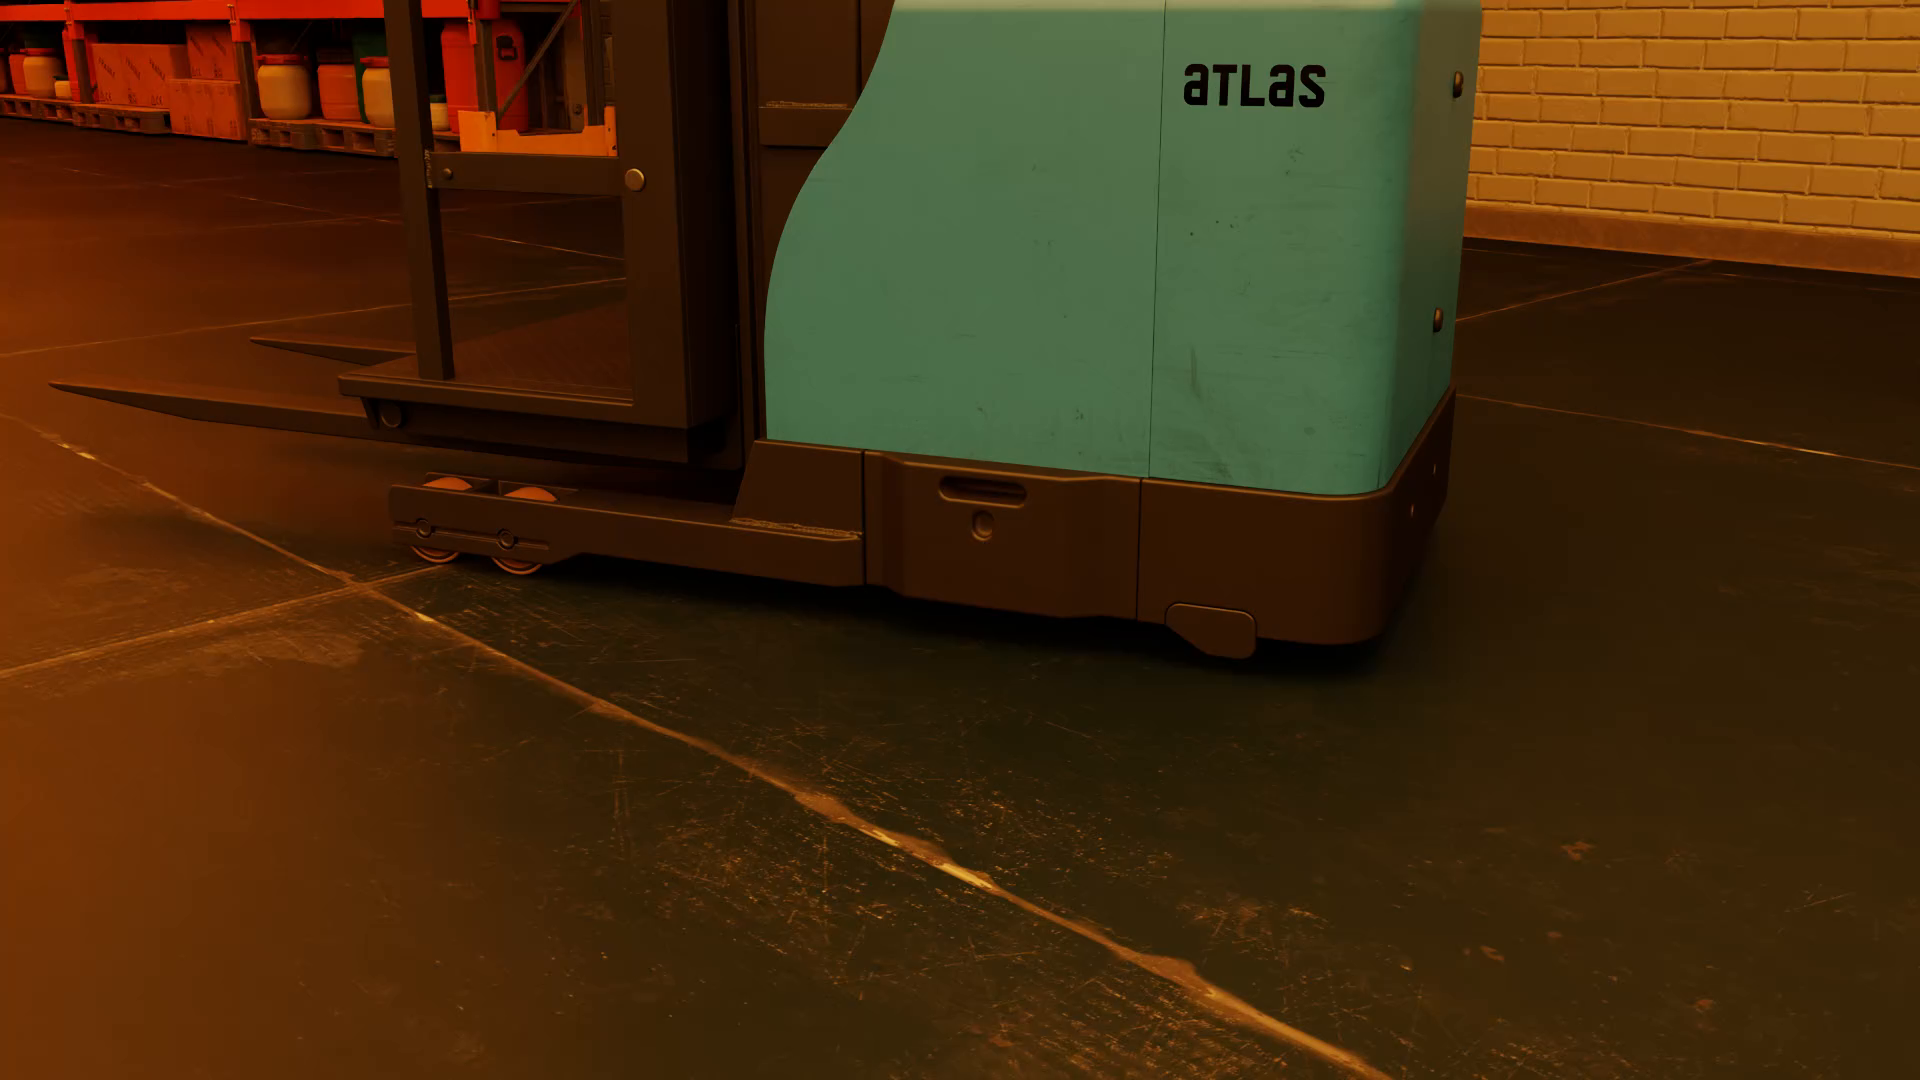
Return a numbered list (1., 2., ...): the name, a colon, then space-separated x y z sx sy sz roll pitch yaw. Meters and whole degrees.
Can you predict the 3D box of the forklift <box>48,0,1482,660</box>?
1. forklift: -0.563 -1.469 3.184 3.031 2.935 1.130 7 18 21
